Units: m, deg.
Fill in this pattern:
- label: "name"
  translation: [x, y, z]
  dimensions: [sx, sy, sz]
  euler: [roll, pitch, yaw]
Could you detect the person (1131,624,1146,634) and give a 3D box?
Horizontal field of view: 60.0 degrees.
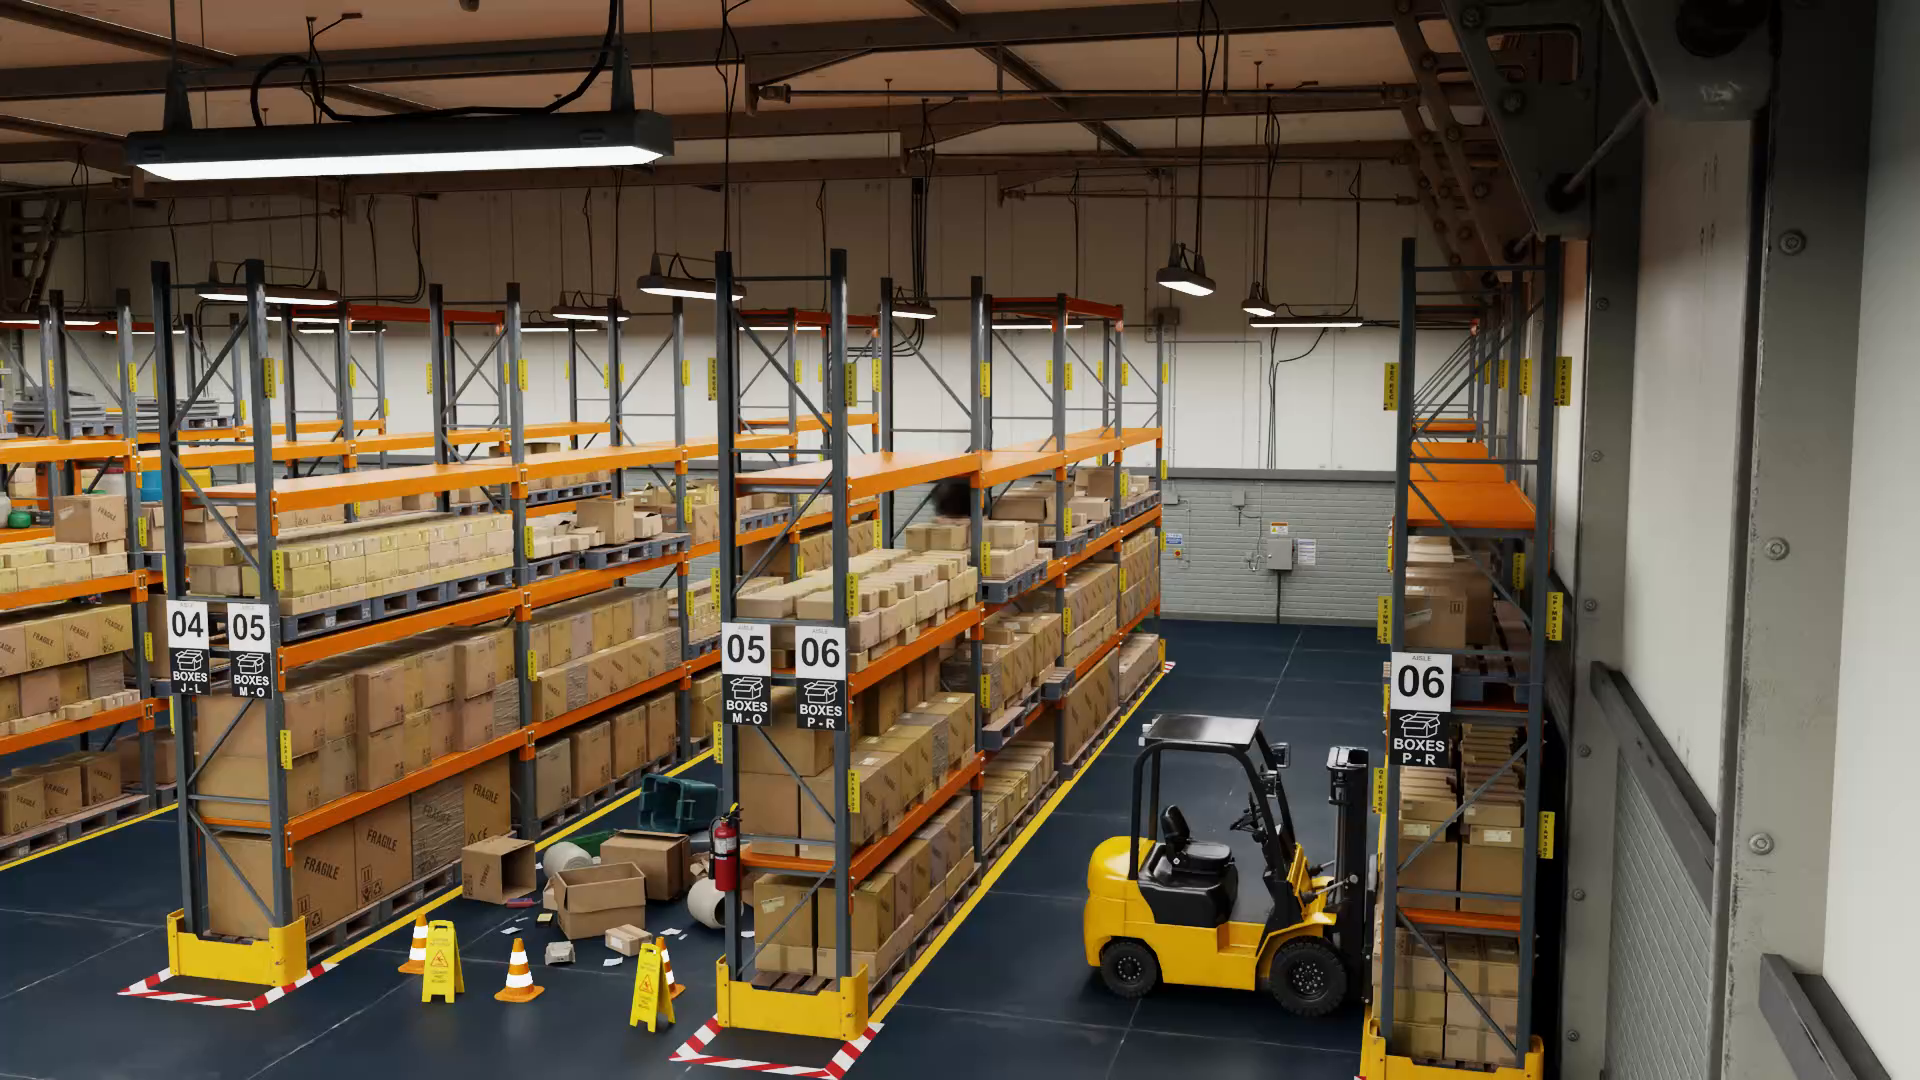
- label: "person"
  translation: [3.010, 1.172, 29.550]
  dimensions: [0.898, 1.789, 0.734]
  euler: [3, 7, 28]
